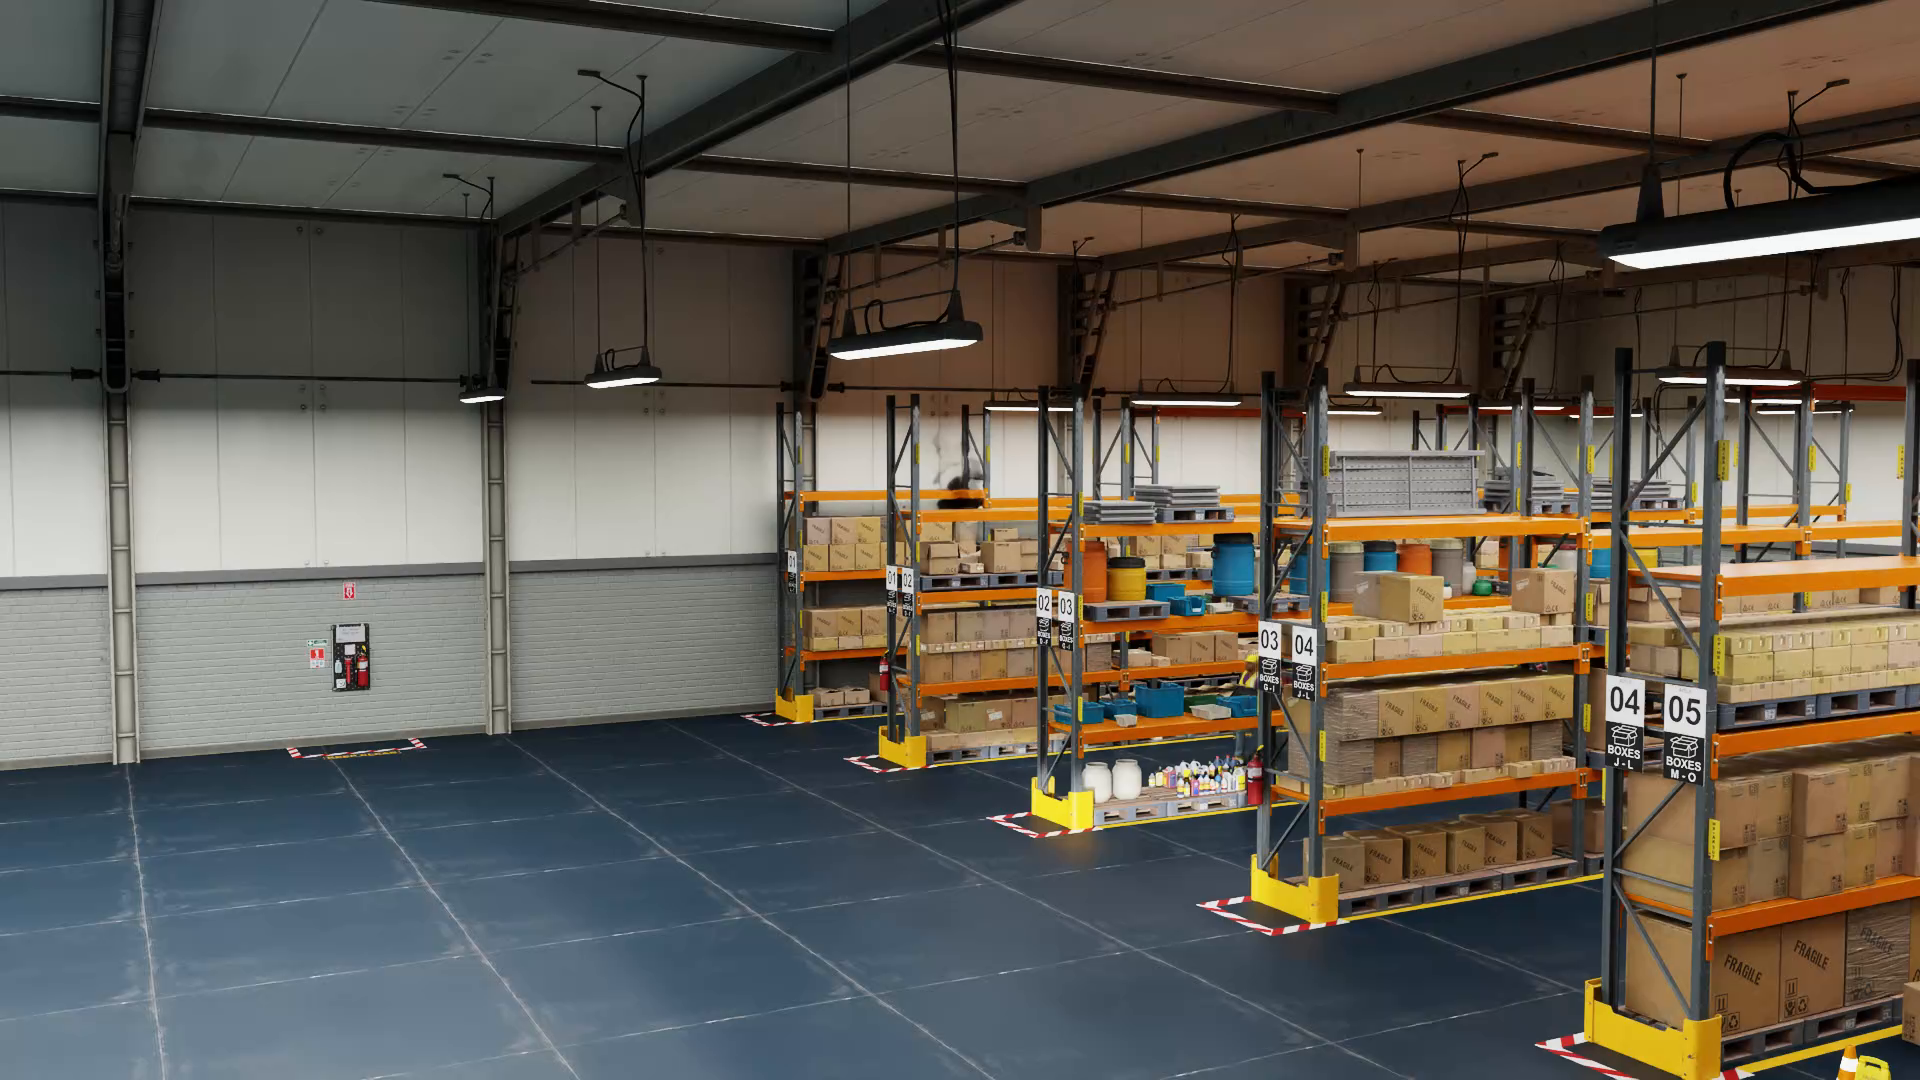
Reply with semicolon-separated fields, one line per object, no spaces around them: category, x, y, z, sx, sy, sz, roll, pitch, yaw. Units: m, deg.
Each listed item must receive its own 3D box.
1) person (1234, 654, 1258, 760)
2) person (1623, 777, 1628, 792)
person;4.761;2.748;27.120;0.968;1.770;0.700;-2;4;-36
person;9.608;2.954;23.447;0.989;1.716;0.662;-2;4;-30
